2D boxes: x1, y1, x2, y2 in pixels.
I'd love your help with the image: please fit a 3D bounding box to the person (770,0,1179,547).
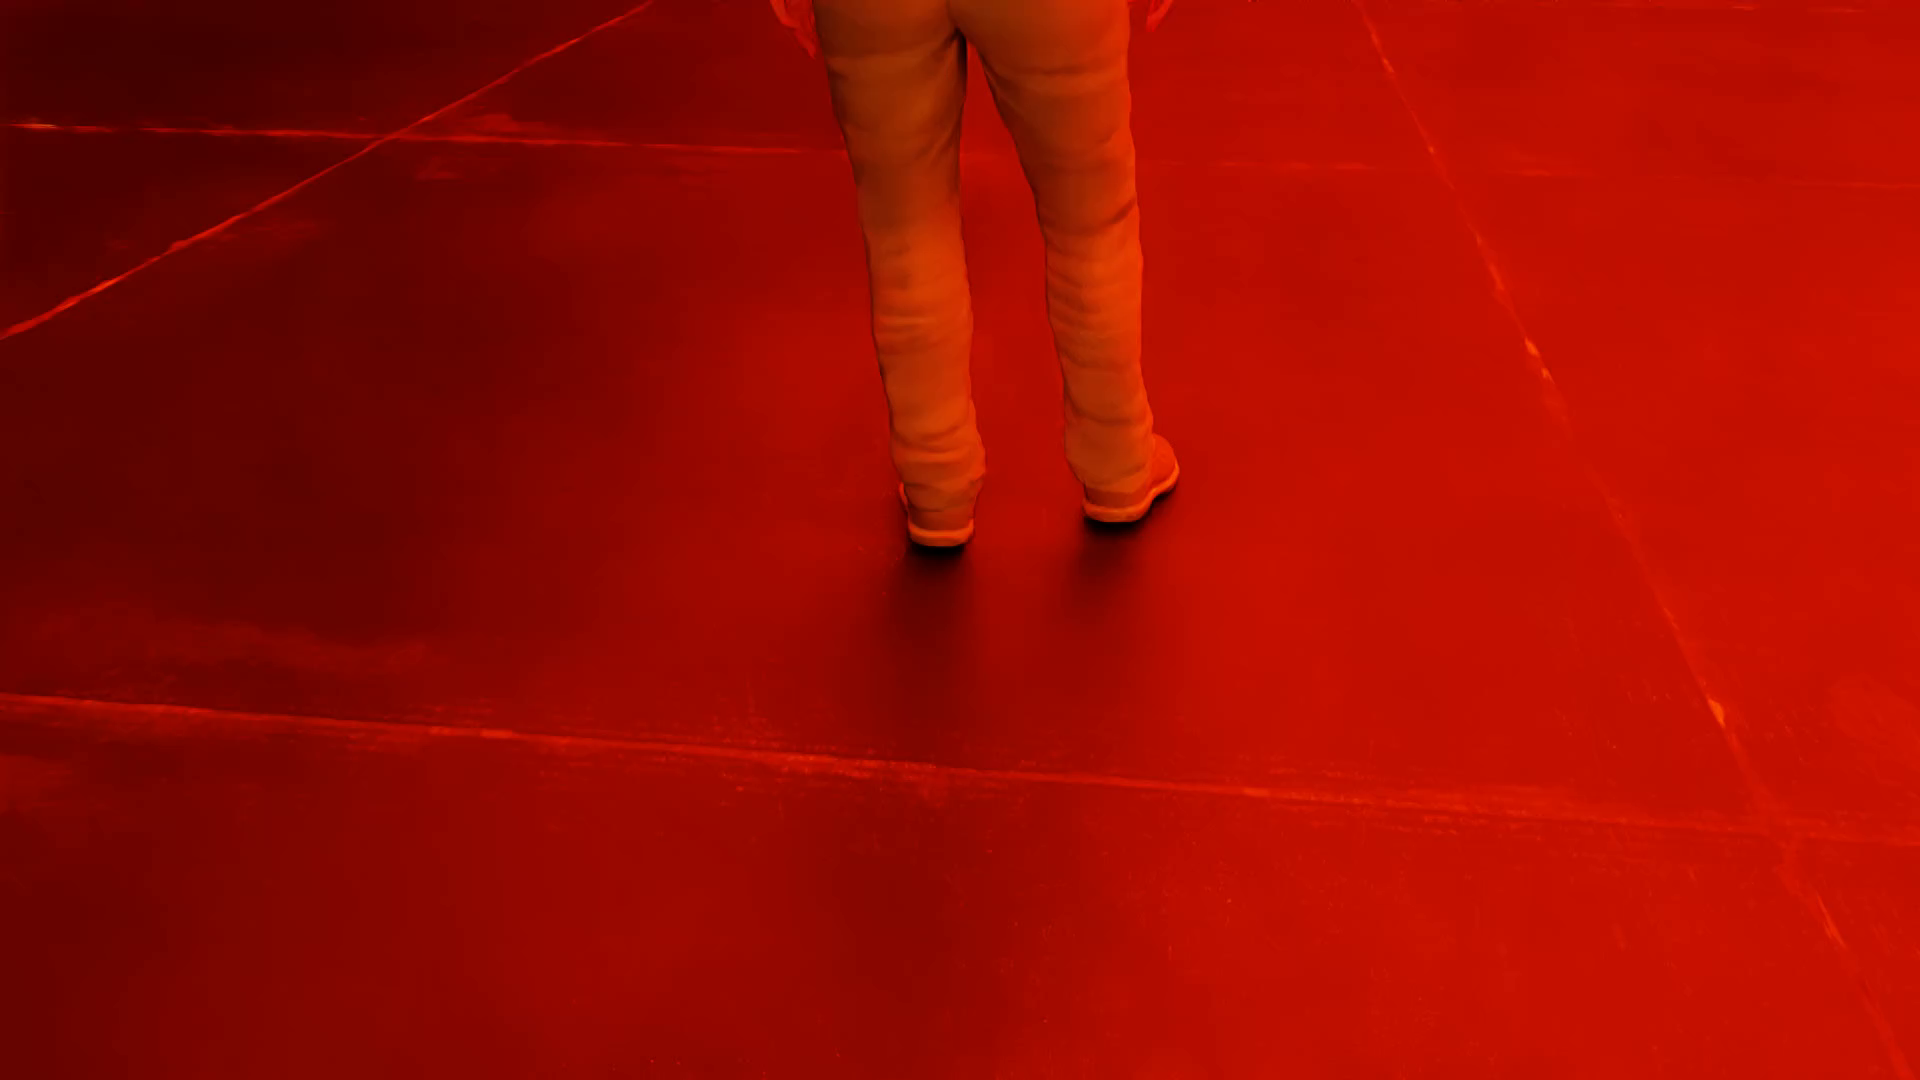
[{"bbox_3d":[0.033,-0.780,2.192,0.598,1.659,0.529,3,27,7],"label":"person"}]
